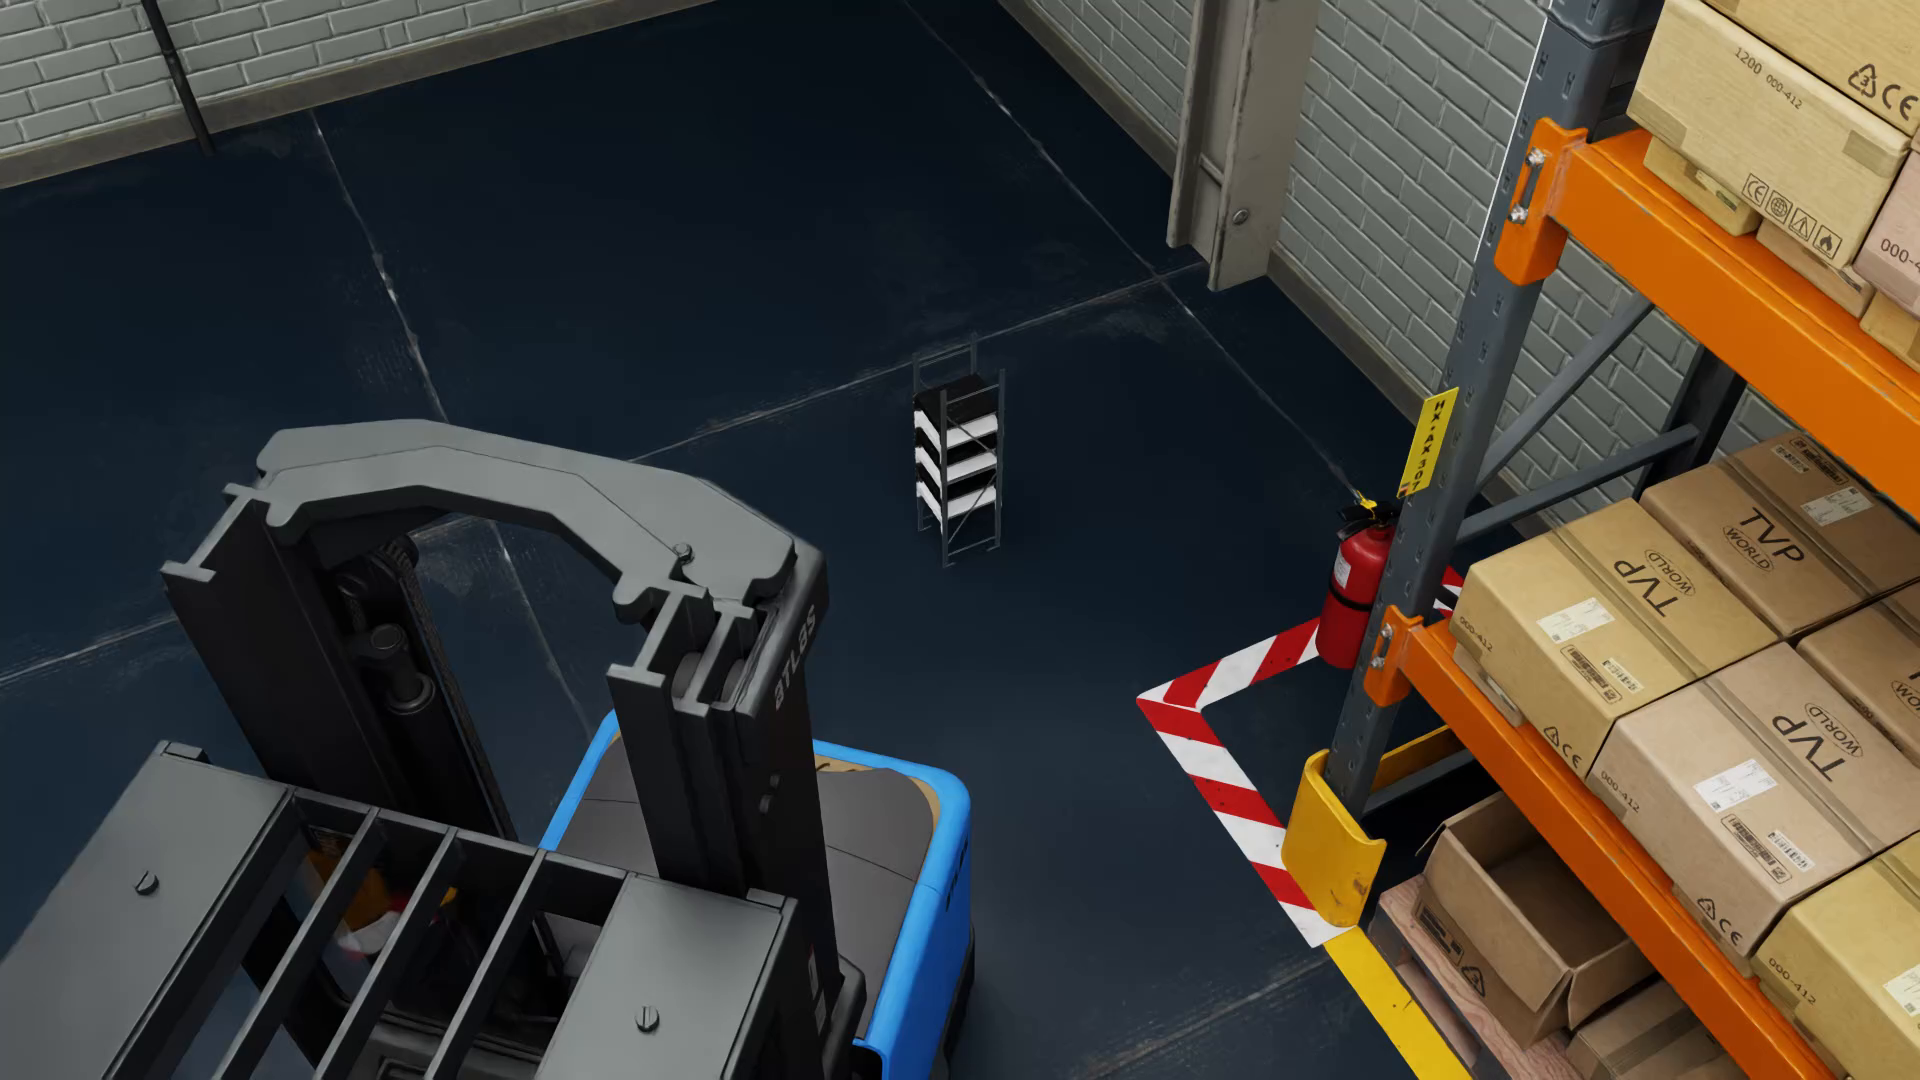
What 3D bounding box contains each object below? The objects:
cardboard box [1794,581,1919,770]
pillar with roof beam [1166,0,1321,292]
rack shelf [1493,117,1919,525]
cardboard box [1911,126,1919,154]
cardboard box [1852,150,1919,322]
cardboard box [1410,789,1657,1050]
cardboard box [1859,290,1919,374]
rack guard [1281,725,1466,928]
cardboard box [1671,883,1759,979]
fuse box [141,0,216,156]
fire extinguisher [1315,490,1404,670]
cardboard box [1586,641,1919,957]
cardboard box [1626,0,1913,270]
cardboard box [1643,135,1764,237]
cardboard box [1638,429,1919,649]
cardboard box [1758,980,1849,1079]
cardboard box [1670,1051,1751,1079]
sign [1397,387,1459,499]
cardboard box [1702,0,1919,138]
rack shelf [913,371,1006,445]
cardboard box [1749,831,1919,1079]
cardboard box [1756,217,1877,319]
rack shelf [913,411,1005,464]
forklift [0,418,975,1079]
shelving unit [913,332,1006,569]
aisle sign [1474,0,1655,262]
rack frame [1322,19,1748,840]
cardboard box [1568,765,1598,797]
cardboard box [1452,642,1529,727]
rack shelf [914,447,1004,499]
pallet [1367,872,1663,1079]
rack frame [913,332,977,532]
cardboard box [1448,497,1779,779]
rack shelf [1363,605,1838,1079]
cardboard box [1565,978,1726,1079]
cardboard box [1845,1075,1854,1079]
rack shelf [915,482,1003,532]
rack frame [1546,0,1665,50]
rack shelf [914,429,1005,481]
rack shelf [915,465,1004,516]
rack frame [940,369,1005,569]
[{"bbox_3d":[2.255,0.388,3.820,0.500,0.250,0.500,-21,52,-17],"label":"cardboard box"},{"bbox_3d":[-2.686,-2.733,2.662,9.100,9.000,0.400,-21,52,-18],"label":"pillar with roof beam"},{"bbox_3d":[2.489,0.462,2.338,1.077,0.370,4.000,-21,52,-18],"label":"rack shelf"},{"bbox_3d":[1.770,-0.596,2.356,0.500,0.250,0.500,-22,52,-18],"label":"cardboard box"},{"bbox_3d":[1.785,-0.438,2.549,0.500,0.250,0.500,-20,52,-17],"label":"cardboard box"},{"bbox_3d":[1.770,1.000,4.762,0.797,0.503,0.637,-23,53,-19],"label":"cardboard box"},{"bbox_3d":[1.759,-0.393,2.775,0.380,0.149,0.250,-21,52,-17],"label":"cardboard box"},{"bbox_3d":[1.609,0.748,5.264,1.175,0.500,0.348,-21,52,-18],"label":"rack guard"},{"bbox_3d":[1.850,0.780,3.742,0.380,0.149,0.250,-20,52,-16],"label":"cardboard box"},{"bbox_3d":[-3.504,-2.381,7.196,0.539,1.711,0.414,-21,52,-18],"label":"fuse box"},{"bbox_3d":[1.096,0.083,4.484,0.296,0.674,0.183,-21,52,-18],"label":"fire extinguisher"},{"bbox_3d":[1.773,0.559,3.670,0.500,0.250,0.500,-21,52,-17],"label":"cardboard box"},{"bbox_3d":[1.534,-0.771,2.841,0.500,0.250,0.500,-22,52,-18],"label":"cardboard box"},{"bbox_3d":[1.513,-0.737,3.076,0.380,0.149,0.250,-20,52,-17],"label":"cardboard box"},{"bbox_3d":[2.020,0.042,4.123,0.500,0.250,0.500,-20,52,-16],"label":"cardboard box"},{"bbox_3d":[1.977,0.956,3.588,0.380,0.149,0.250,-20,52,-17],"label":"cardboard box"},{"bbox_3d":[2.126,1.586,4.251,0.700,0.500,0.500,-19,52,-16],"label":"cardboard box"},{"bbox_3d":[1.092,-0.224,3.878,0.100,0.325,0.005,-21,52,-18],"label":"sign"},{"bbox_3d":[1.554,-0.943,2.659,0.500,0.250,0.500,-22,52,-18],"label":"cardboard box"},{"bbox_3d":[-0.004,-0.458,5.738,0.258,0.077,0.200,-21,52,-18],"label":"rack shelf"},{"bbox_3d":[2.008,0.897,3.374,0.500,0.250,0.500,-22,52,-18],"label":"cardboard box"},{"bbox_3d":[1.656,-0.571,2.931,0.380,0.149,0.250,-20,52,-17],"label":"cardboard box"},{"bbox_3d":[-0.004,-0.398,5.806,0.258,0.077,0.200,-21,52,-18],"label":"rack shelf"},{"bbox_3d":[-0.843,1.324,3.145,1.130,2.935,3.031,12,50,10],"label":"forklift"},{"bbox_3d":[-0.004,-0.302,5.916,0.258,0.900,0.210,-21,52,-18],"label":"shelving unit"},{"bbox_3d":[1.282,-0.926,3.340,0.394,0.787,0.004,-21,52,-18],"label":"aisle sign"},{"bbox_3d":[1.574,-0.126,4.367,1.000,3.000,0.127,-21,52,-18],"label":"rack frame"},{"bbox_3d":[1.638,0.426,4.052,0.380,0.149,0.250,-20,52,-17],"label":"cardboard box"},{"bbox_3d":[1.480,0.271,4.187,0.380,0.149,0.250,-22,52,-18],"label":"cardboard box"},{"bbox_3d":[-0.004,-0.280,5.941,0.258,0.077,0.200,-21,52,-18],"label":"rack shelf"},{"bbox_3d":[1.974,1.376,4.906,1.003,0.211,1.213,-21,52,-18],"label":"pallet"},{"bbox_3d":[-0.050,-0.370,5.976,0.240,0.900,0.006,-21,52,-18],"label":"rack frame"},{"bbox_3d":[1.542,0.222,3.965,0.500,0.250,0.500,-21,52,-17],"label":"cardboard box"},{"bbox_3d":[2.489,1.450,3.467,1.077,0.370,4.000,-21,52,-18],"label":"rack shelf"},{"bbox_3d":[1.929,1.414,4.635,0.380,0.149,0.250,-23,53,-19],"label":"cardboard box"},{"bbox_3d":[2.026,1.151,3.418,0.380,0.149,0.250,-23,53,-19],"label":"cardboard box"},{"bbox_3d":[-0.004,-0.161,6.077,0.258,0.077,0.200,-21,52,-18],"label":"rack shelf"},{"bbox_3d":[1.574,-2.101,2.109,1.000,3.000,0.127,-21,52,-18],"label":"rack frame"},{"bbox_3d":[-0.004,-0.339,5.873,0.258,0.077,0.200,-21,52,-18],"label":"rack shelf"},{"bbox_3d":[-0.004,-0.220,6.009,0.258,0.077,0.200,-21,52,-18],"label":"rack shelf"},{"bbox_3d":[0.043,-0.234,5.857,0.240,0.900,0.006,-21,52,-18],"label":"rack frame"}]
